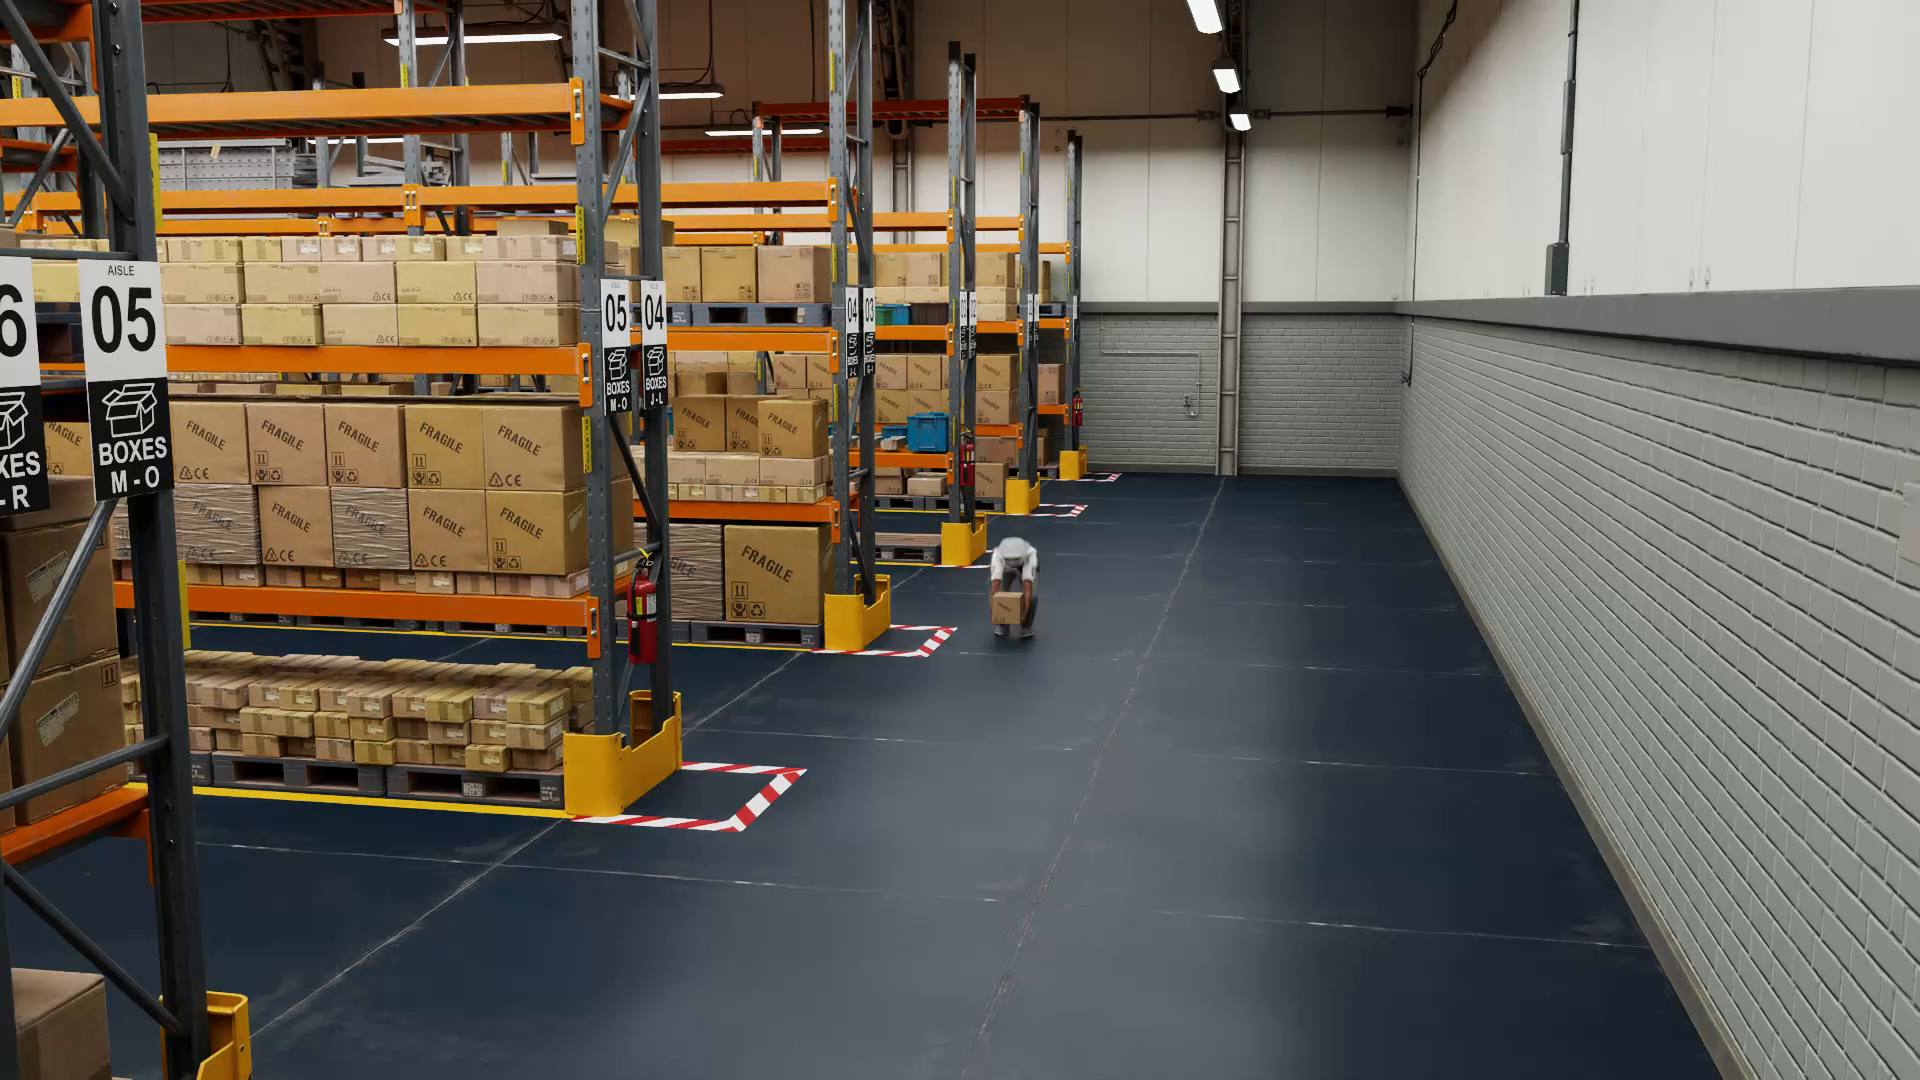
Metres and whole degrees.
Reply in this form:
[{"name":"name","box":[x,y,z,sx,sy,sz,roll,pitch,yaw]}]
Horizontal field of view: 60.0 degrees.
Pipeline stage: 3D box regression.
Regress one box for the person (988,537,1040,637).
[{"name":"person","box":[0.493,0.417,15.340,0.457,0.979,0.916,1,8,9]}]
